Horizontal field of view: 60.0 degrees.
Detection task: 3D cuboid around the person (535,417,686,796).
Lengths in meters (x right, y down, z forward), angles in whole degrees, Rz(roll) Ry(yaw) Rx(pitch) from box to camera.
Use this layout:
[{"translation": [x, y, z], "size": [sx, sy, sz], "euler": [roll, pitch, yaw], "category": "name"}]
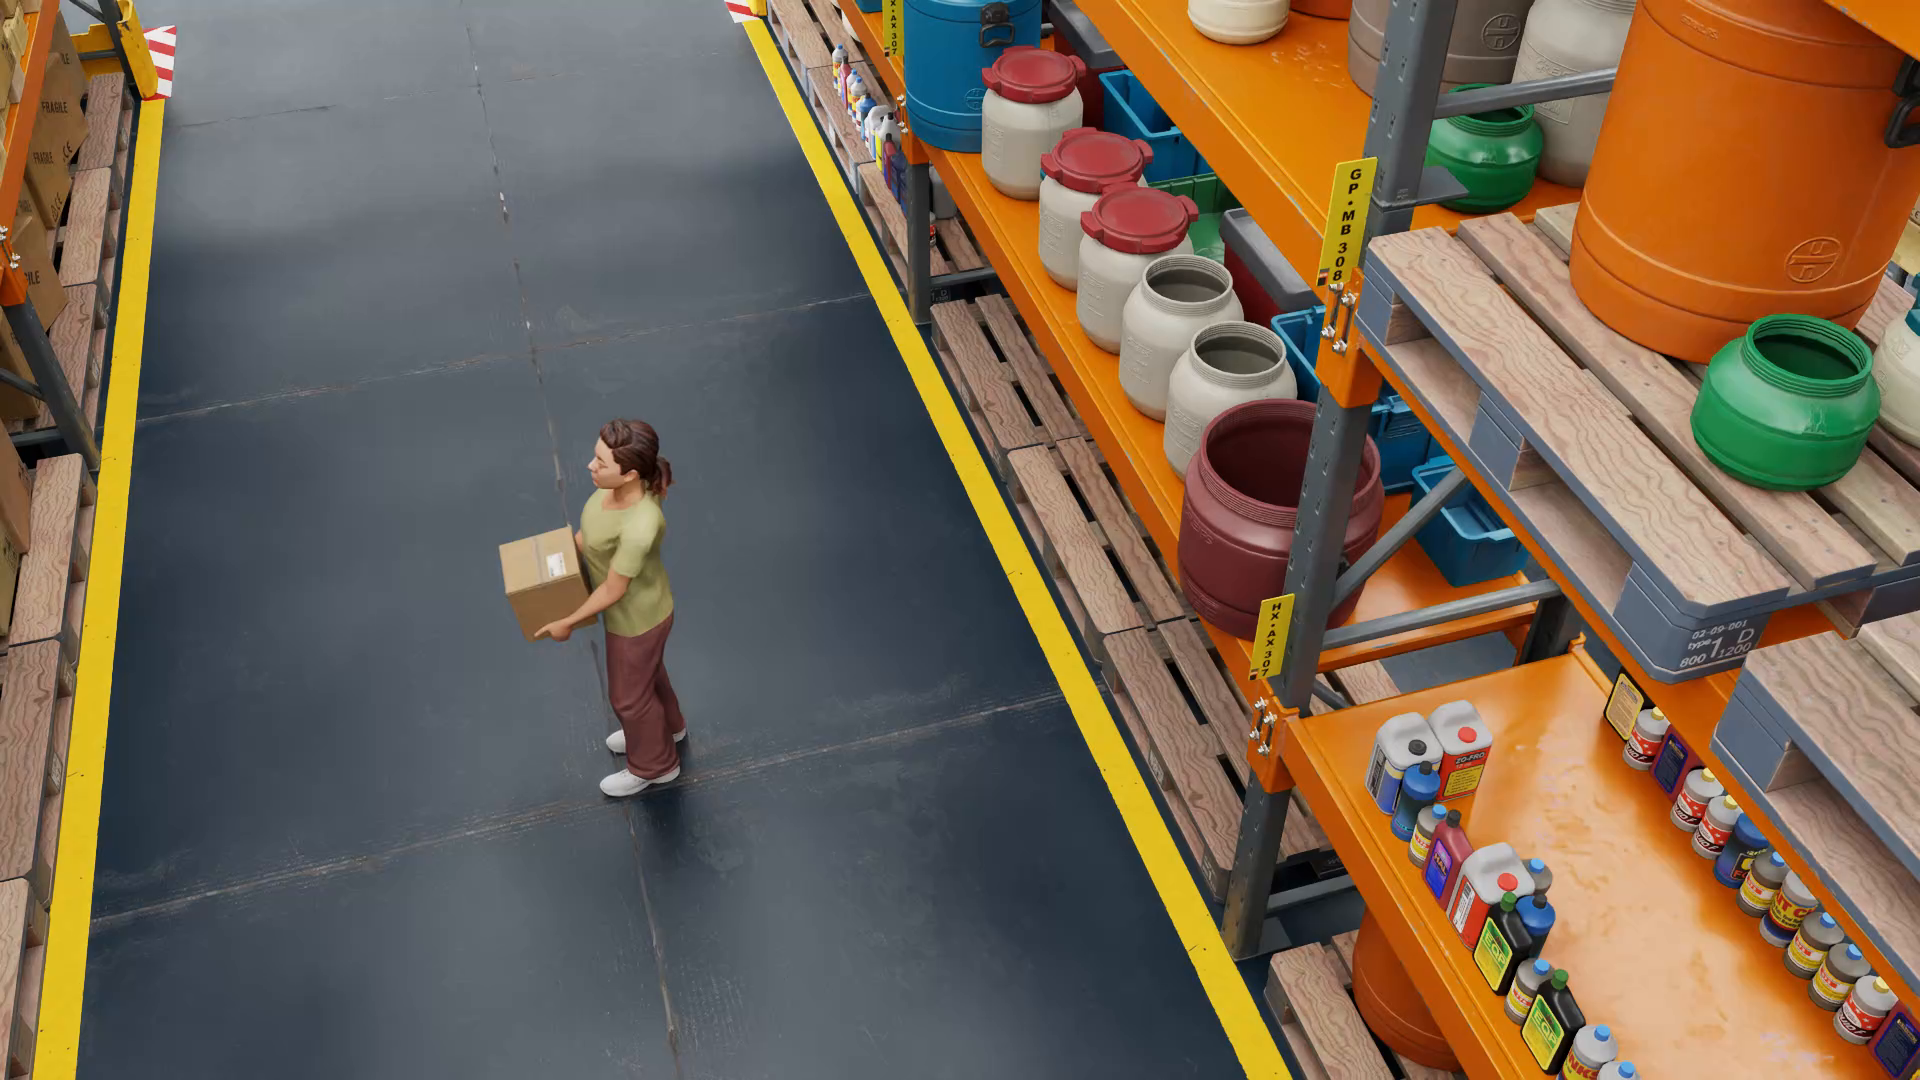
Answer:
[{"translation": [-1.220, 0.258, 5.887], "size": [0.561, 1.662, 0.426], "euler": [-12, 44, -12], "category": "person"}]
